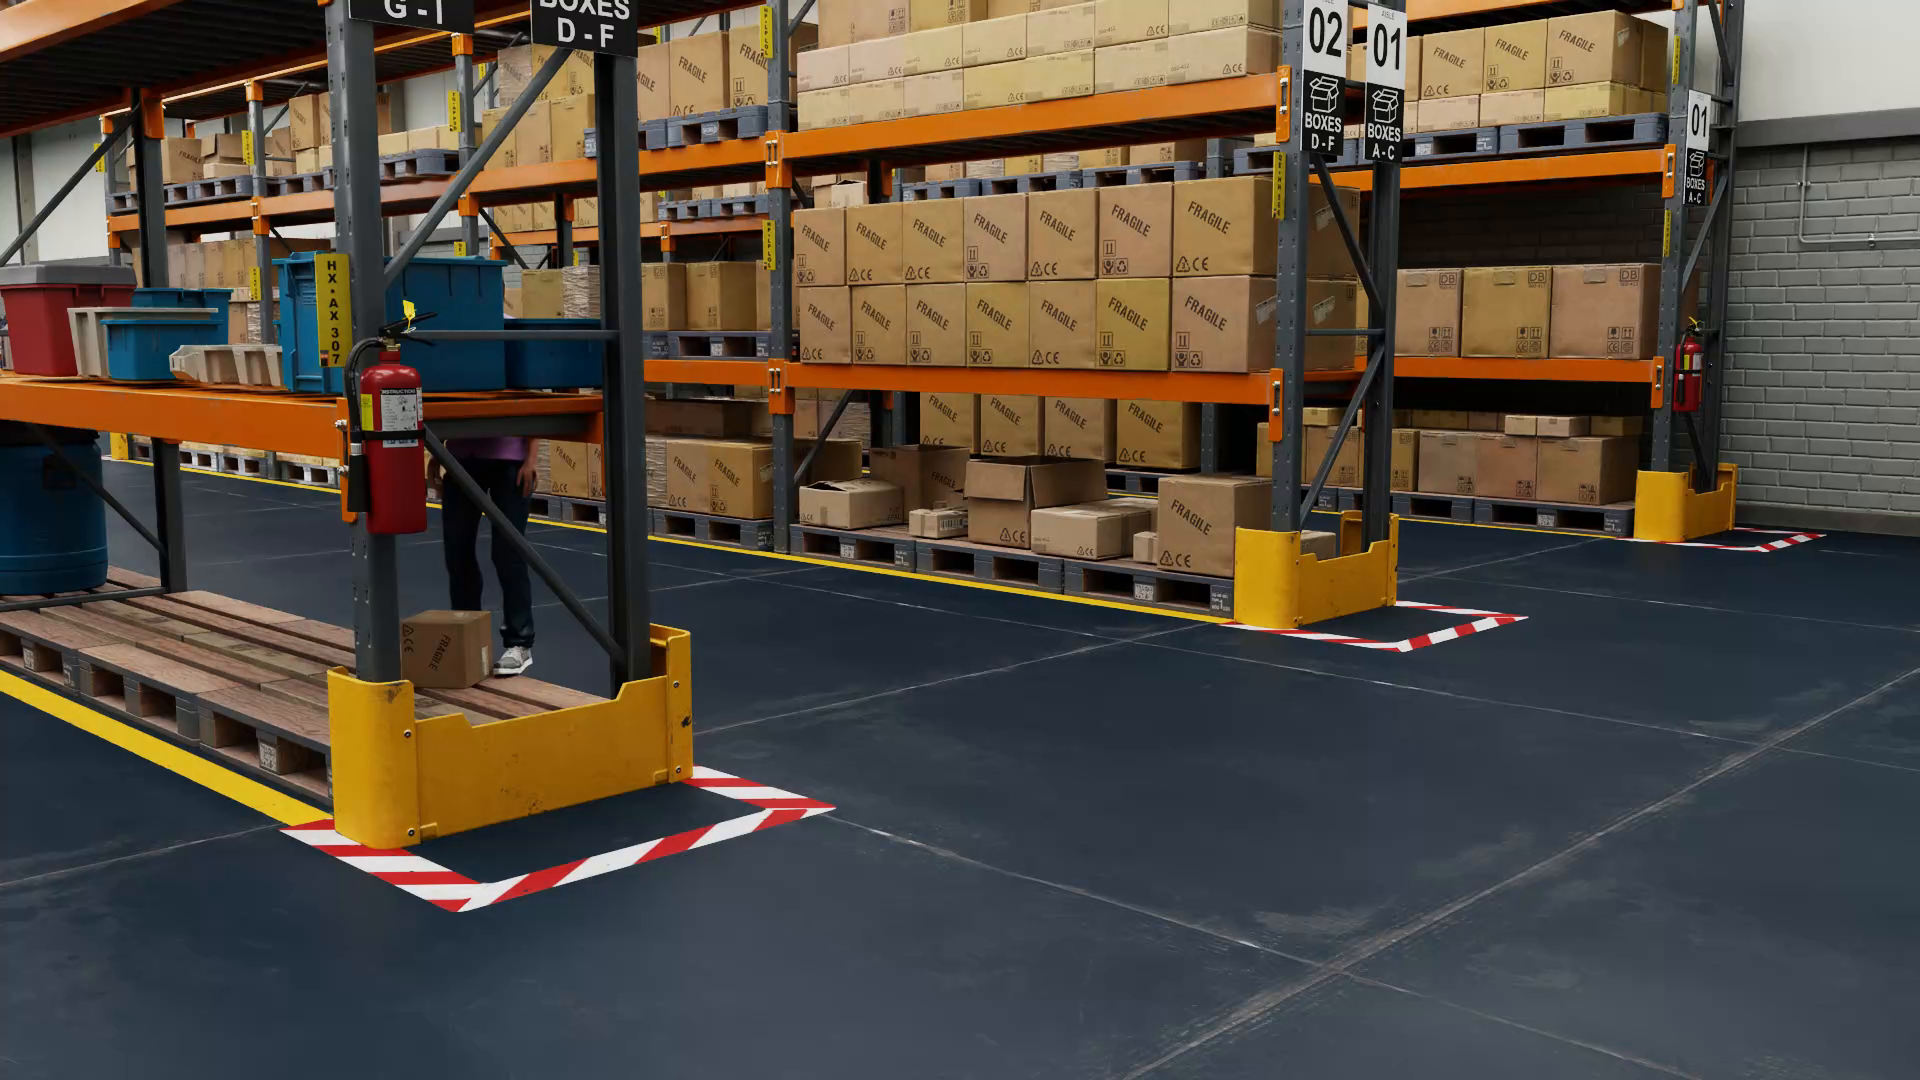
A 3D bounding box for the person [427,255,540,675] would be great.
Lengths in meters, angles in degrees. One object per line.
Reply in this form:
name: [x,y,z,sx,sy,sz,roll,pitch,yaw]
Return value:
person: [-1.824,-0.284,6.395,0.474,1.592,0.350,2,8,15]
